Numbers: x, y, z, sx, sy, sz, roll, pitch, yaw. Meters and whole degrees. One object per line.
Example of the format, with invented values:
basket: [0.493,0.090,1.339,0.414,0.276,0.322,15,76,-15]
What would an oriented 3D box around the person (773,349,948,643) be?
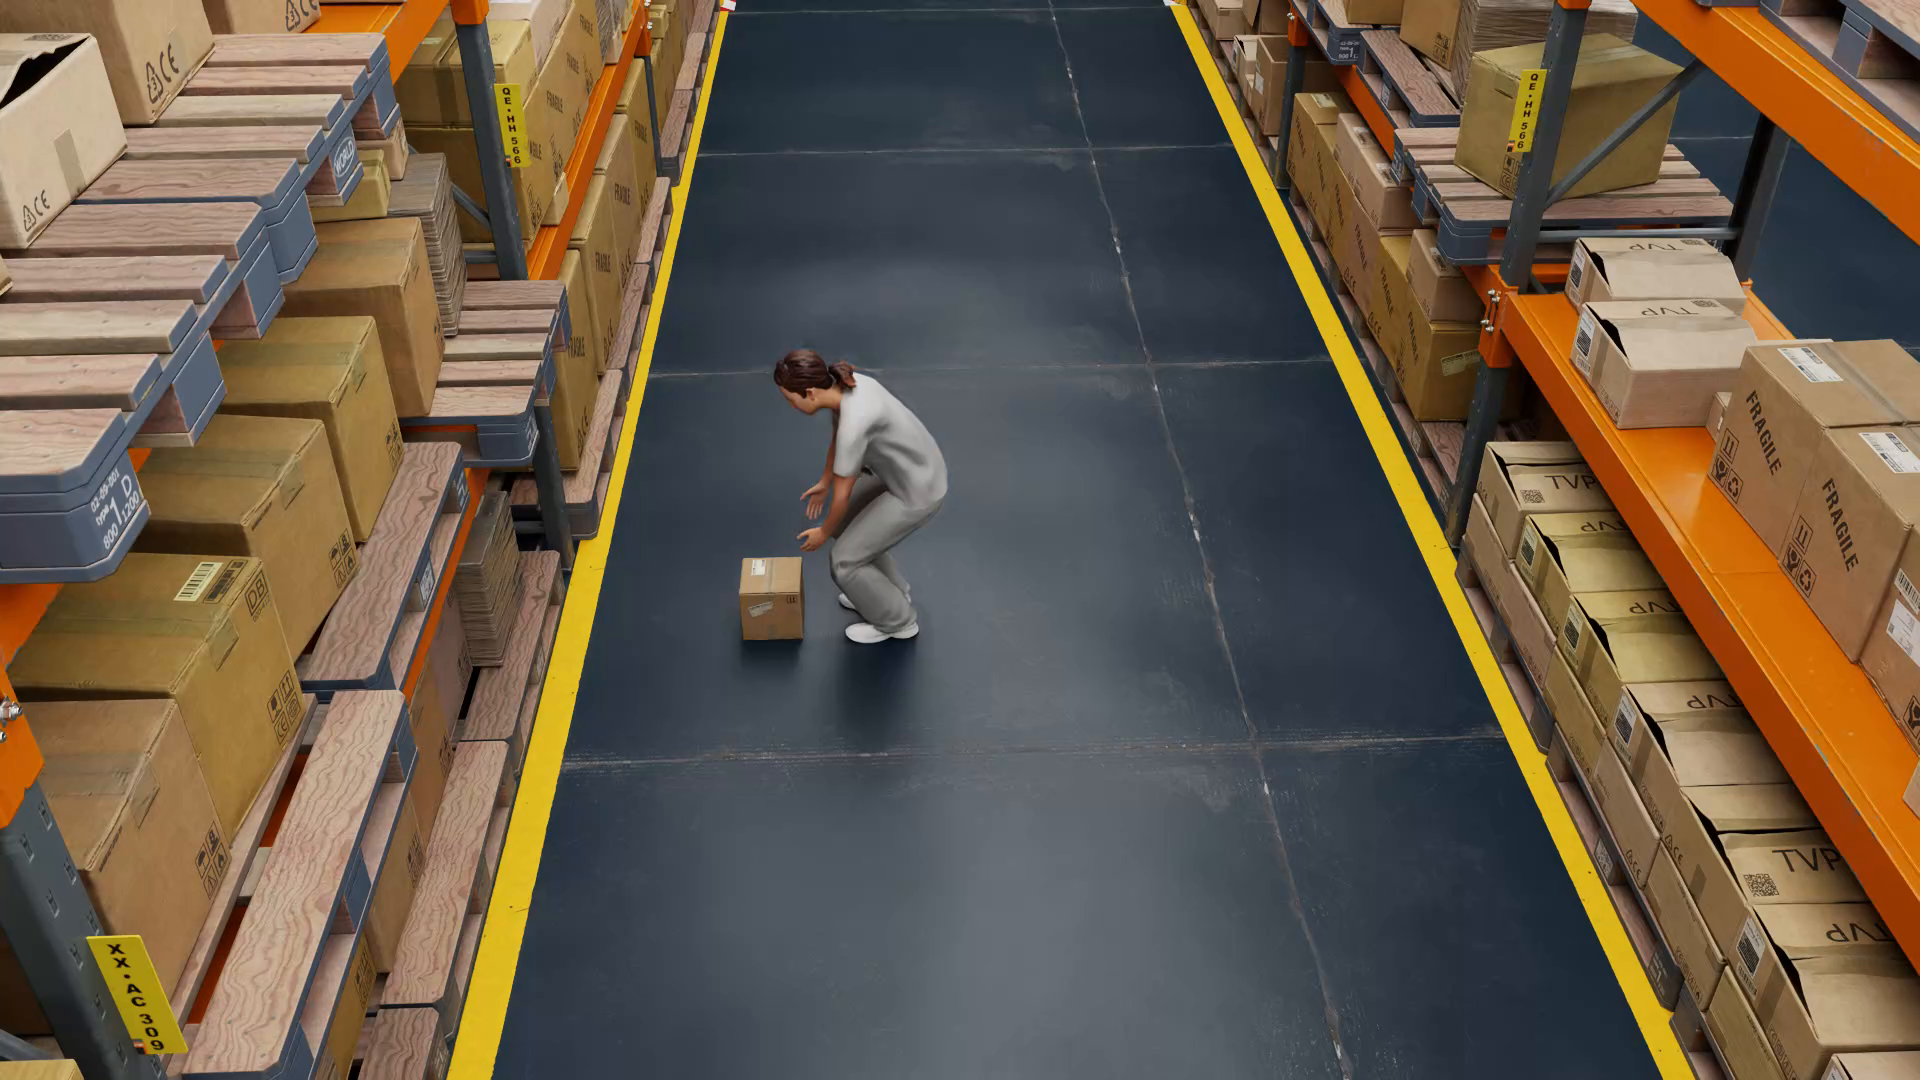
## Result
person: [-0.381,-0.181,6.703,0.667,1.333,0.491,-1,35,-2]
